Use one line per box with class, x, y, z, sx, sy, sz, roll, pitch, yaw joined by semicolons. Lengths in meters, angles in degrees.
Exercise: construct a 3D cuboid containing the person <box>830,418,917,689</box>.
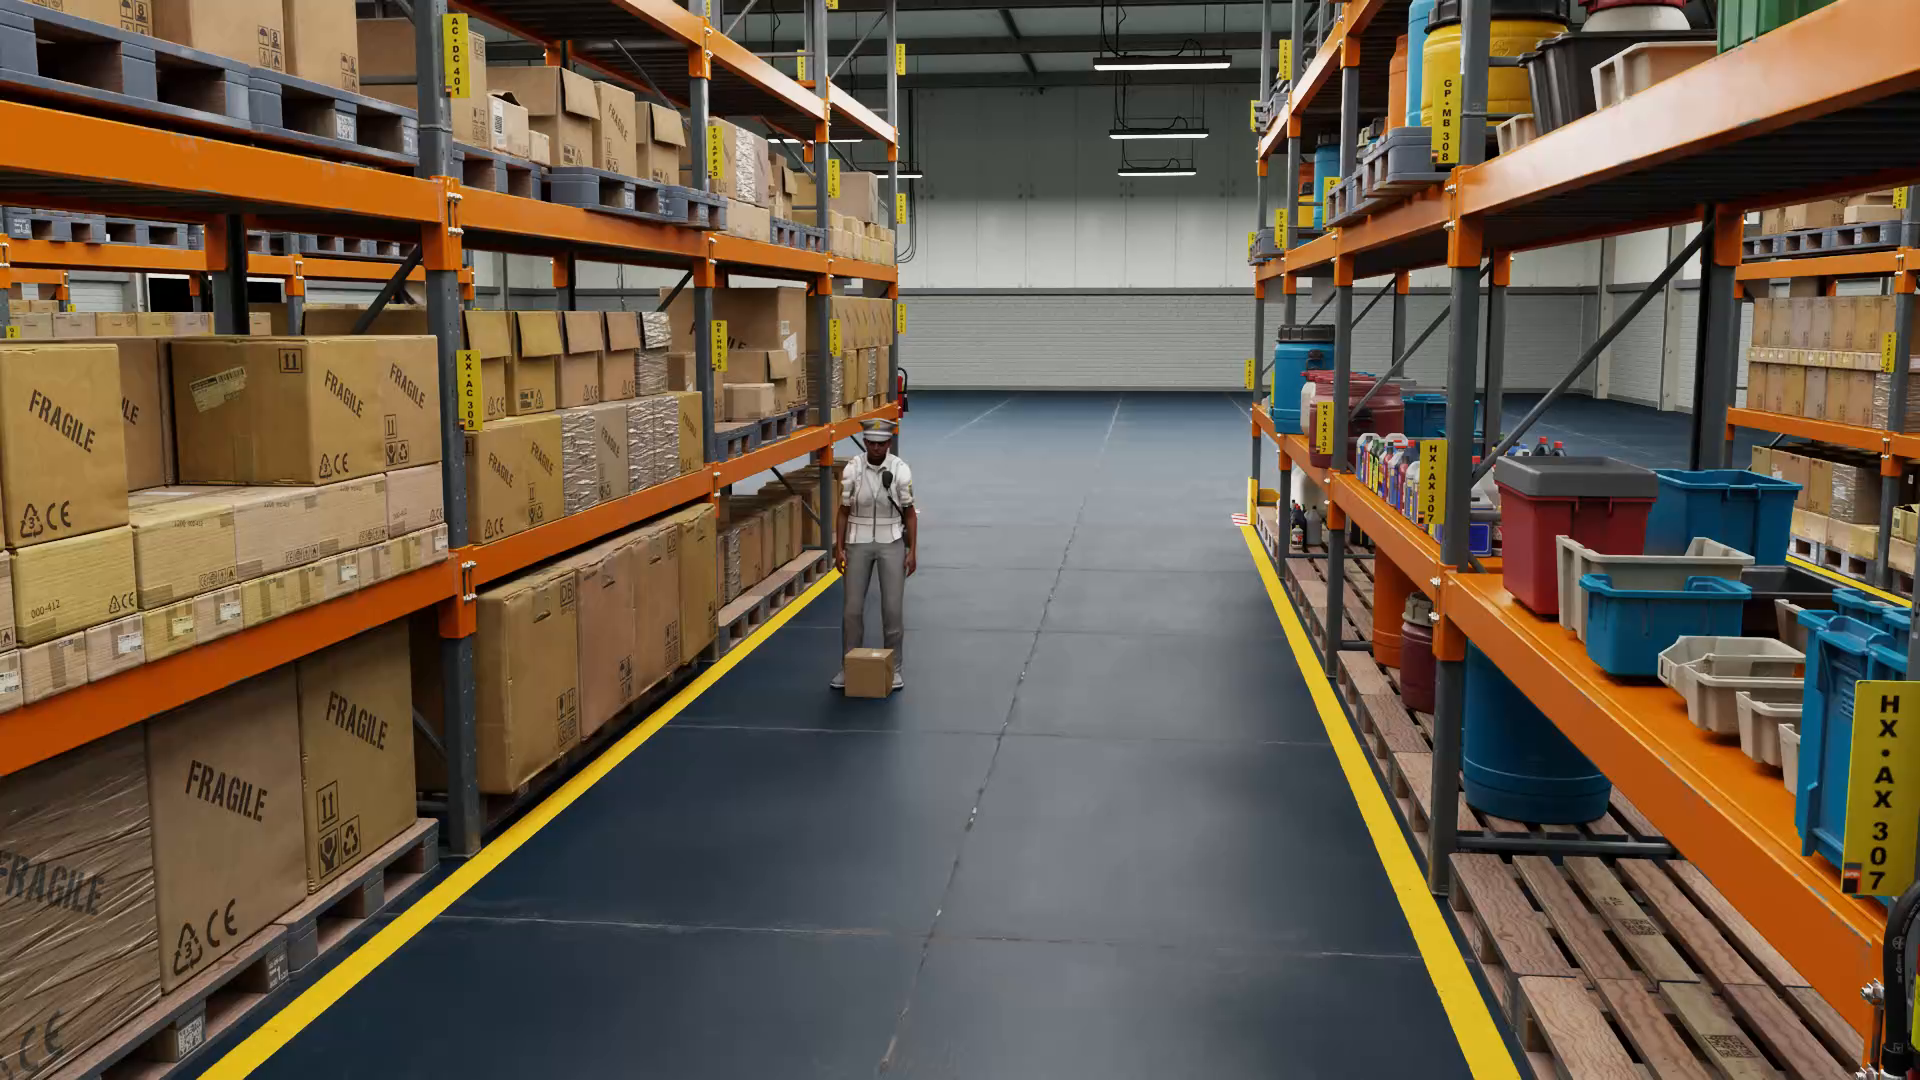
person;-0.529;0.075;10.229;0.532;1.664;0.391;0;8;3
